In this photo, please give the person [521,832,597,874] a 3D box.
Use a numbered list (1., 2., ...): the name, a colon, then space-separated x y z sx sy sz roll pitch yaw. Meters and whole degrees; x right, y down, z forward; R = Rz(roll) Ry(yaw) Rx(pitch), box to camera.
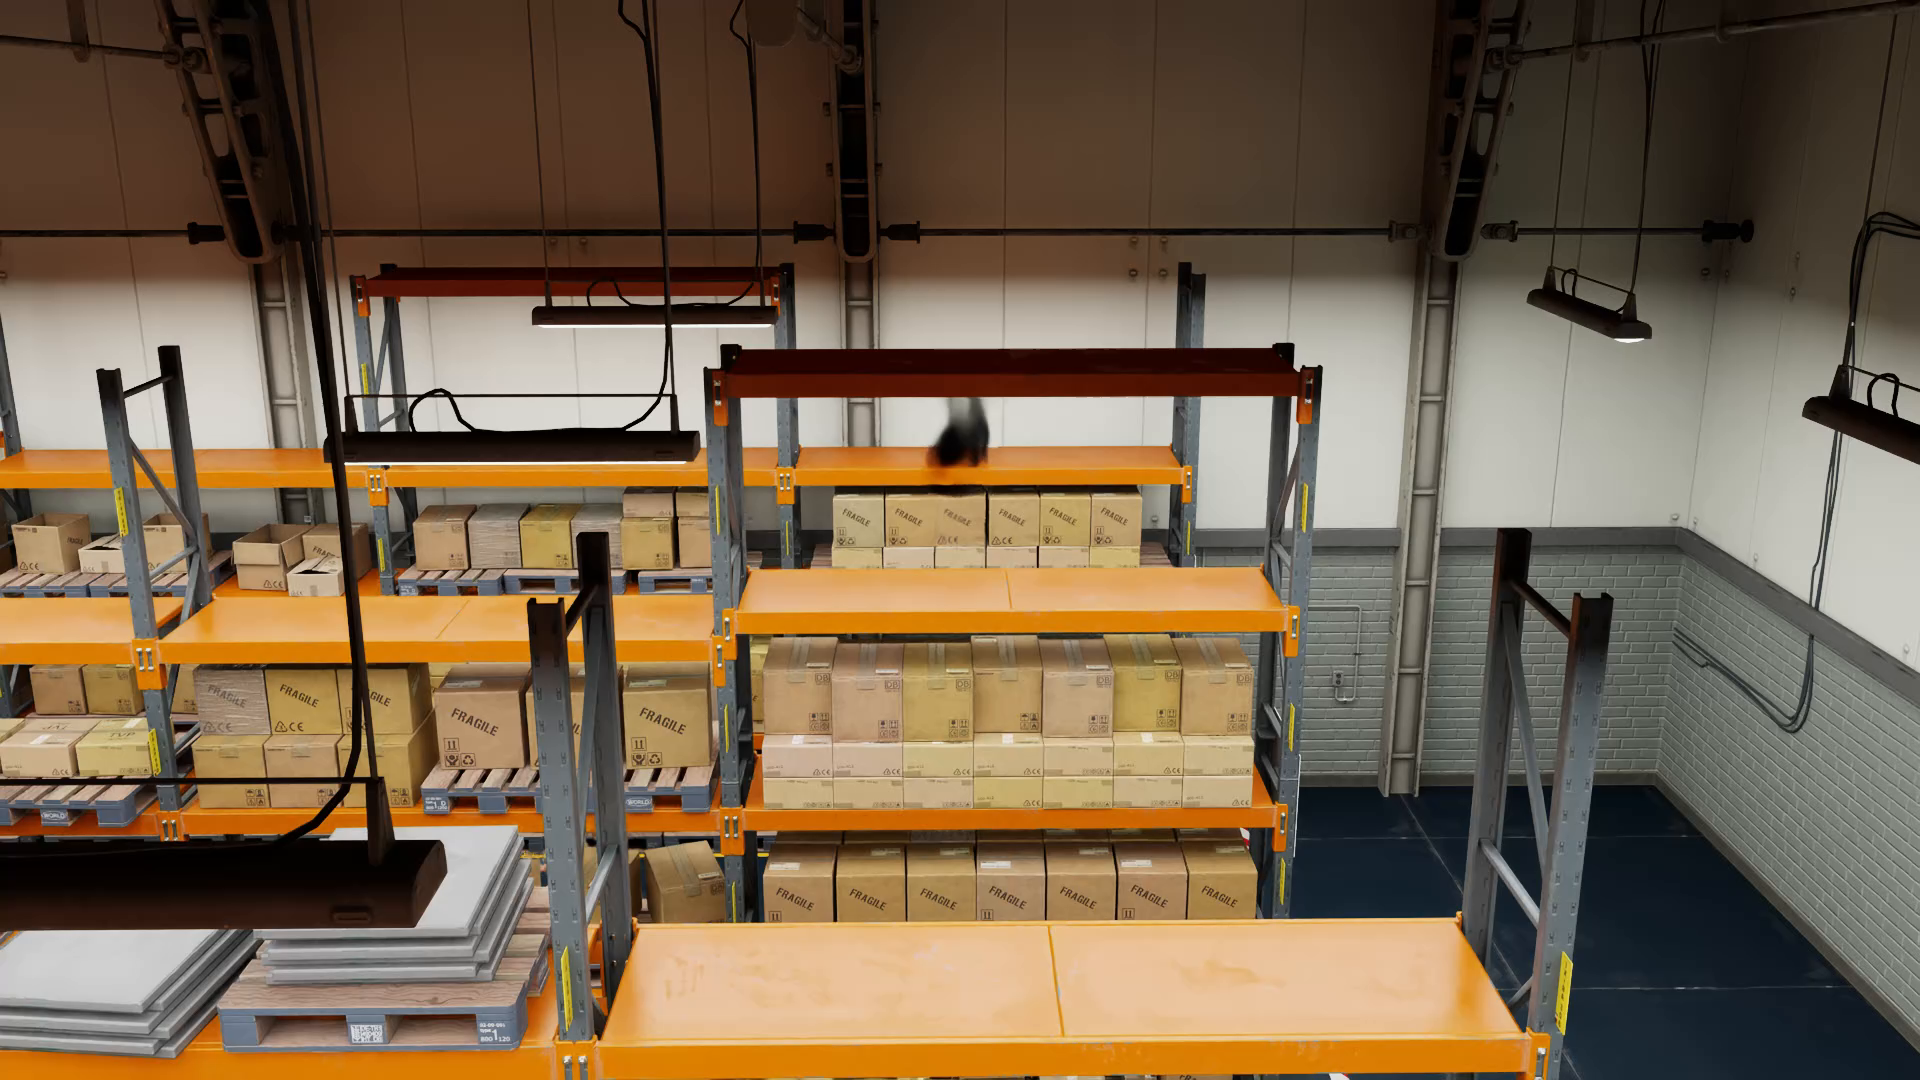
1. person: -3.534 3.086 15.165 0.903 1.538 0.591 1 16 3
